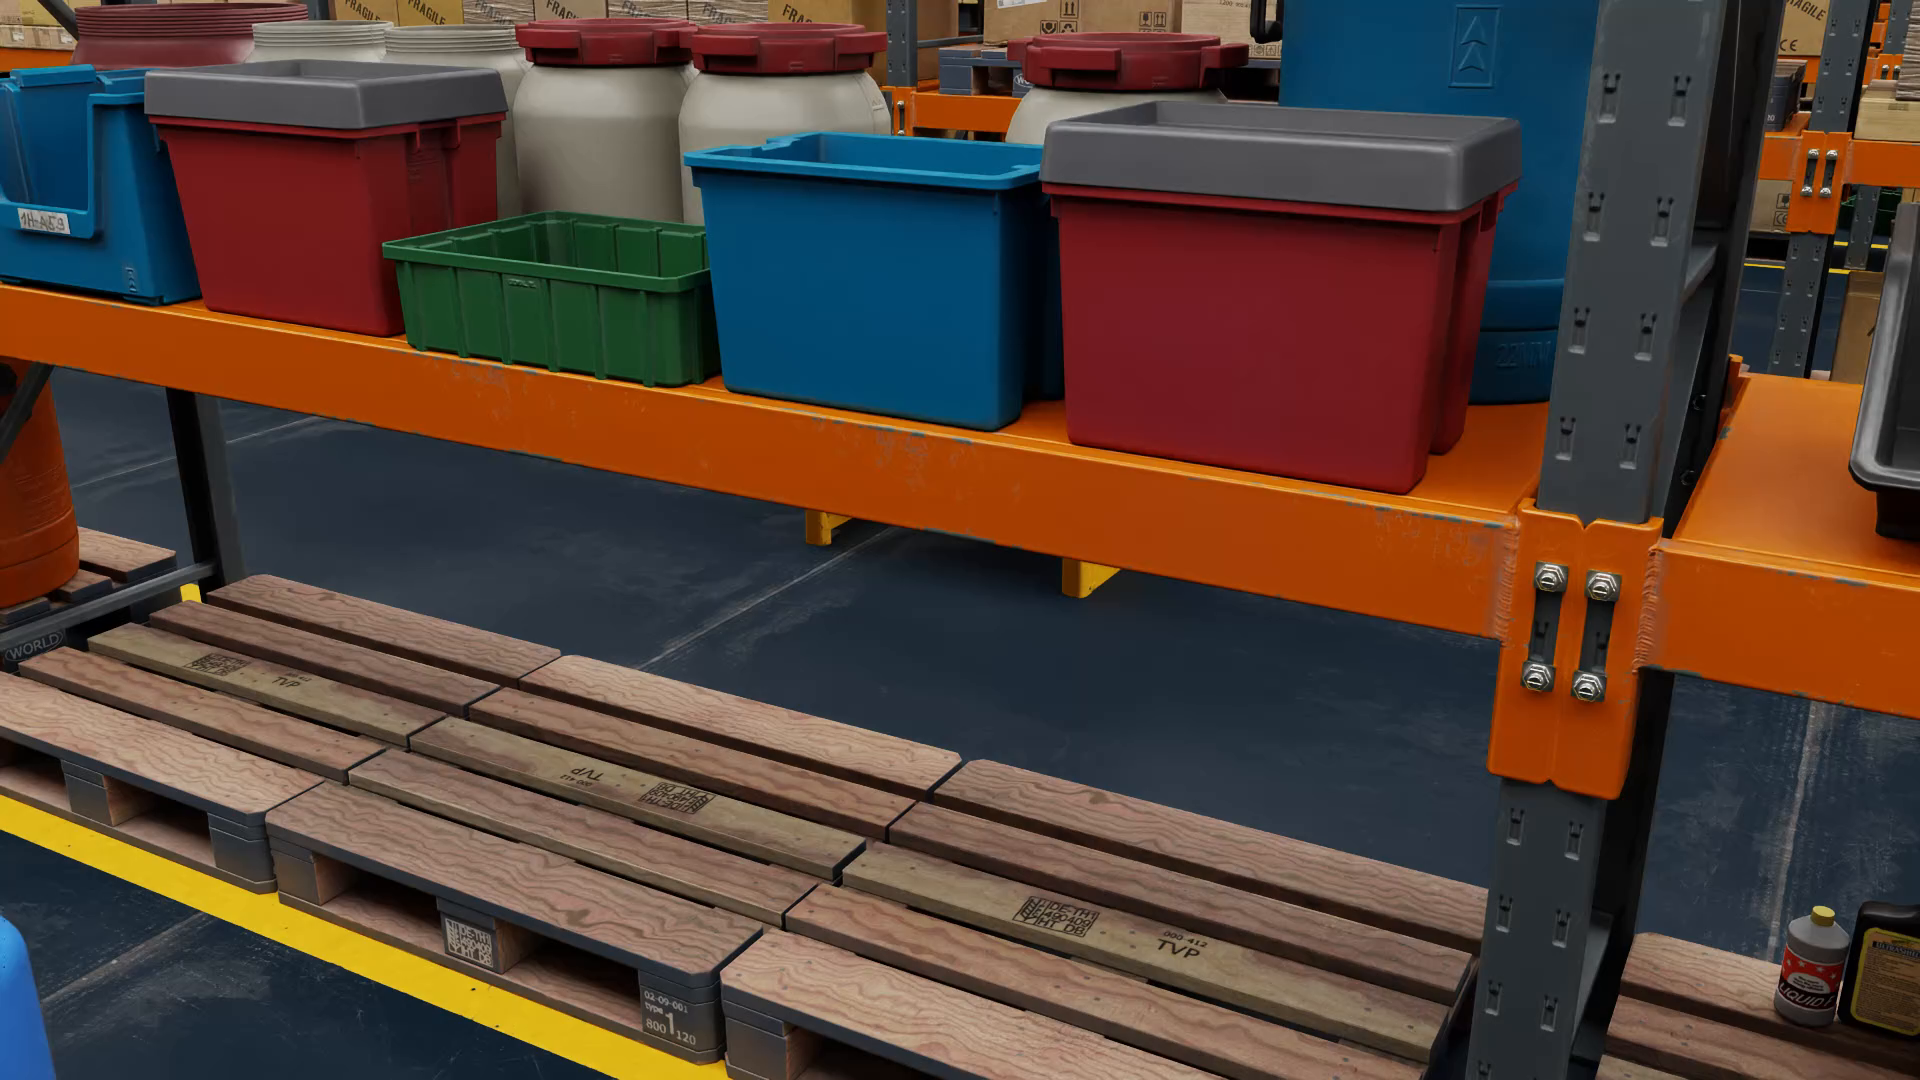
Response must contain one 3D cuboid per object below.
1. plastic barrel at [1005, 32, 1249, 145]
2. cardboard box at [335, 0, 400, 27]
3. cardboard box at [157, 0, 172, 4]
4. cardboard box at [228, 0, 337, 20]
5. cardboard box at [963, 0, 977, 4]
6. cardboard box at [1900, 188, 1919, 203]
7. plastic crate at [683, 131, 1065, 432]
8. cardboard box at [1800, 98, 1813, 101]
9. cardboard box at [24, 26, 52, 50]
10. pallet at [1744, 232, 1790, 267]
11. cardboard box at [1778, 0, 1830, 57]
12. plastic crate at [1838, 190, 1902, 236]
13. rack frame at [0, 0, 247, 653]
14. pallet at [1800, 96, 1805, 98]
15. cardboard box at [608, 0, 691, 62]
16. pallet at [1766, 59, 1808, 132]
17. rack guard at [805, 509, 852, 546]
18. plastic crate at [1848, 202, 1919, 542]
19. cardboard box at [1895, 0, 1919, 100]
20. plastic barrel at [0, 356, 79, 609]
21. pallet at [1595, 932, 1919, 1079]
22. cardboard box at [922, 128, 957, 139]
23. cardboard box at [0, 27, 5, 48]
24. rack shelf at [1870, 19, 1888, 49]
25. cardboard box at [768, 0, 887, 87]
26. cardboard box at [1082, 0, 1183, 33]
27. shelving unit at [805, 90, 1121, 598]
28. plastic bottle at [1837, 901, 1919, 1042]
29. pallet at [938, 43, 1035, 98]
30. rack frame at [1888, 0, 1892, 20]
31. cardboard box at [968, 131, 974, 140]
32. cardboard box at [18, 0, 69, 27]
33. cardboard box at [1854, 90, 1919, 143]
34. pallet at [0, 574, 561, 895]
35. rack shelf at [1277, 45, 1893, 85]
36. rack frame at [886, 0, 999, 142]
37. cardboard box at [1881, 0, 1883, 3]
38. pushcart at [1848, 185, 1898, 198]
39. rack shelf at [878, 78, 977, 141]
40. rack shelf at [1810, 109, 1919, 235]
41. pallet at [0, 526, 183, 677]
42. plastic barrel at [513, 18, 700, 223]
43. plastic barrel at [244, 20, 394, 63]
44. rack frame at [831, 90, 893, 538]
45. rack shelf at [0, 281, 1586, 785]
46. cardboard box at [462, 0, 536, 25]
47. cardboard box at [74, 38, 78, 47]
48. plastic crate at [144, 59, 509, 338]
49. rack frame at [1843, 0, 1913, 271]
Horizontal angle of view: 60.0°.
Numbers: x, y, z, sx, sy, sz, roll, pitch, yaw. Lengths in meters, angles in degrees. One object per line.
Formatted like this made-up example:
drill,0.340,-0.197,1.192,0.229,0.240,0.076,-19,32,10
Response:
plastic barrel,0.292,-0.630,3.004,0.433,0.535,0.433,0,20,0
cardboard box,-3.269,-3.043,9.708,0.500,0.500,0.500,11,23,27
cardboard box,-4.961,-3.381,10.572,0.500,0.250,0.500,11,23,28
cardboard box,-4.062,-3.211,10.103,0.500,0.250,0.500,10,22,26
cardboard box,0.221,-4.268,12.984,0.250,0.149,0.380,10,22,26
cardboard box,6.458,-2.349,10.442,0.875,0.875,0.875,11,23,28
plastic crate,-0.095,-0.425,2.661,0.575,0.384,0.392,11,23,27
cardboard box,7.809,-3.815,15.221,0.625,0.372,0.950,11,23,28
cardboard box,-5.994,-3.366,11.114,0.250,0.149,0.380,10,22,26
pallet,5.232,-2.071,11.265,1.213,0.211,1.003,11,23,27
cardboard box,5.357,-3.330,10.500,0.500,0.500,0.500,11,22,27
plastic crate,6.733,-2.342,11.963,0.450,0.188,0.662,-22,27,-25
rack frame,-2.472,-1.007,4.242,0.127,3.000,1.000,11,23,27
pallet,10.024,-5.045,19.463,1.213,0.211,1.003,11,23,27
cardboard box,-1.496,-2.707,8.782,0.500,0.500,0.500,10,22,26
pallet,2.839,-1.896,6.976,1.213,0.211,1.003,11,23,27
rack guard,-0.368,-0.188,6.016,0.087,0.250,0.587,11,23,27
plastic crate,1.415,-0.188,2.074,0.504,0.338,0.767,11,23,27
cardboard box,3.798,-1.910,6.148,0.500,0.500,0.875,11,23,27
plastic barrel,-2.907,-0.260,4.751,0.708,0.830,0.600,11,23,27
pallet,1.586,1.093,2.542,1.213,0.211,1.003,11,23,27
cardboard box,-0.649,-1.801,8.931,0.875,0.875,1.225,10,22,25
cardboard box,-6.443,-3.452,11.350,0.250,0.149,0.380,10,22,26
rack shelf,6.522,-4.761,15.646,4.000,0.370,1.077,11,23,27
cardboard box,-0.608,-2.537,8.313,0.500,0.500,0.500,12,23,29
cardboard box,0.970,-2.585,7.830,0.500,0.500,0.700,15,25,35
shelving unit,0.067,-0.692,5.574,1.083,1.500,0.587,11,23,27
plastic bottle,1.601,0.710,2.847,0.133,0.283,0.061,12,23,30
pallet,0.618,-2.304,8.100,1.003,0.211,1.213,11,23,27
rack frame,8.268,-4.766,14.606,0.127,3.000,1.000,11,23,27
cardboard box,0.401,-3.256,13.493,0.500,0.500,0.500,11,23,28
cardboard box,-5.859,-3.552,11.042,0.500,0.250,0.500,10,22,26
cardboard box,3.476,-1.573,6.171,0.250,0.149,0.380,11,23,27
pallet,-1.815,0.444,4.331,1.213,0.211,1.003,11,23,27
rack shelf,4.197,-3.270,11.537,4.000,0.370,1.077,11,23,27
rack frame,-0.057,-2.481,8.307,0.127,3.000,1.000,11,23,27
cardboard box,10.118,-6.180,18.723,0.500,0.250,0.500,11,23,29
pushcart,7.200,-2.847,13.159,0.936,0.377,1.648,3,20,9
rack shelf,-1.803,-2.476,9.347,4.000,0.370,1.077,11,23,27
rack shelf,5.182,-1.145,5.679,4.000,0.370,1.077,11,23,27
pallet,-3.181,0.185,5.045,1.213,0.211,1.003,11,23,27
plastic barrel,-0.727,-0.824,3.538,0.433,0.535,0.433,0,20,0
plastic barrel,-1.470,-0.952,3.927,0.421,0.512,0.421,0,20,0
rack frame,-0.369,-0.775,5.803,0.032,1.500,0.500,11,23,27
rack shelf,-0.726,-0.336,3.448,4.000,0.370,1.077,11,23,27
cardboard box,-2.393,-2.876,9.248,0.500,0.500,0.500,10,22,26
cardboard box,-5.548,-3.281,10.880,0.250,0.149,0.380,10,22,26
plastic crate,-1.211,-0.677,3.239,0.583,0.464,0.402,11,23,27
rack frame,5.943,-3.276,10.497,0.127,3.000,1.000,11,23,27
